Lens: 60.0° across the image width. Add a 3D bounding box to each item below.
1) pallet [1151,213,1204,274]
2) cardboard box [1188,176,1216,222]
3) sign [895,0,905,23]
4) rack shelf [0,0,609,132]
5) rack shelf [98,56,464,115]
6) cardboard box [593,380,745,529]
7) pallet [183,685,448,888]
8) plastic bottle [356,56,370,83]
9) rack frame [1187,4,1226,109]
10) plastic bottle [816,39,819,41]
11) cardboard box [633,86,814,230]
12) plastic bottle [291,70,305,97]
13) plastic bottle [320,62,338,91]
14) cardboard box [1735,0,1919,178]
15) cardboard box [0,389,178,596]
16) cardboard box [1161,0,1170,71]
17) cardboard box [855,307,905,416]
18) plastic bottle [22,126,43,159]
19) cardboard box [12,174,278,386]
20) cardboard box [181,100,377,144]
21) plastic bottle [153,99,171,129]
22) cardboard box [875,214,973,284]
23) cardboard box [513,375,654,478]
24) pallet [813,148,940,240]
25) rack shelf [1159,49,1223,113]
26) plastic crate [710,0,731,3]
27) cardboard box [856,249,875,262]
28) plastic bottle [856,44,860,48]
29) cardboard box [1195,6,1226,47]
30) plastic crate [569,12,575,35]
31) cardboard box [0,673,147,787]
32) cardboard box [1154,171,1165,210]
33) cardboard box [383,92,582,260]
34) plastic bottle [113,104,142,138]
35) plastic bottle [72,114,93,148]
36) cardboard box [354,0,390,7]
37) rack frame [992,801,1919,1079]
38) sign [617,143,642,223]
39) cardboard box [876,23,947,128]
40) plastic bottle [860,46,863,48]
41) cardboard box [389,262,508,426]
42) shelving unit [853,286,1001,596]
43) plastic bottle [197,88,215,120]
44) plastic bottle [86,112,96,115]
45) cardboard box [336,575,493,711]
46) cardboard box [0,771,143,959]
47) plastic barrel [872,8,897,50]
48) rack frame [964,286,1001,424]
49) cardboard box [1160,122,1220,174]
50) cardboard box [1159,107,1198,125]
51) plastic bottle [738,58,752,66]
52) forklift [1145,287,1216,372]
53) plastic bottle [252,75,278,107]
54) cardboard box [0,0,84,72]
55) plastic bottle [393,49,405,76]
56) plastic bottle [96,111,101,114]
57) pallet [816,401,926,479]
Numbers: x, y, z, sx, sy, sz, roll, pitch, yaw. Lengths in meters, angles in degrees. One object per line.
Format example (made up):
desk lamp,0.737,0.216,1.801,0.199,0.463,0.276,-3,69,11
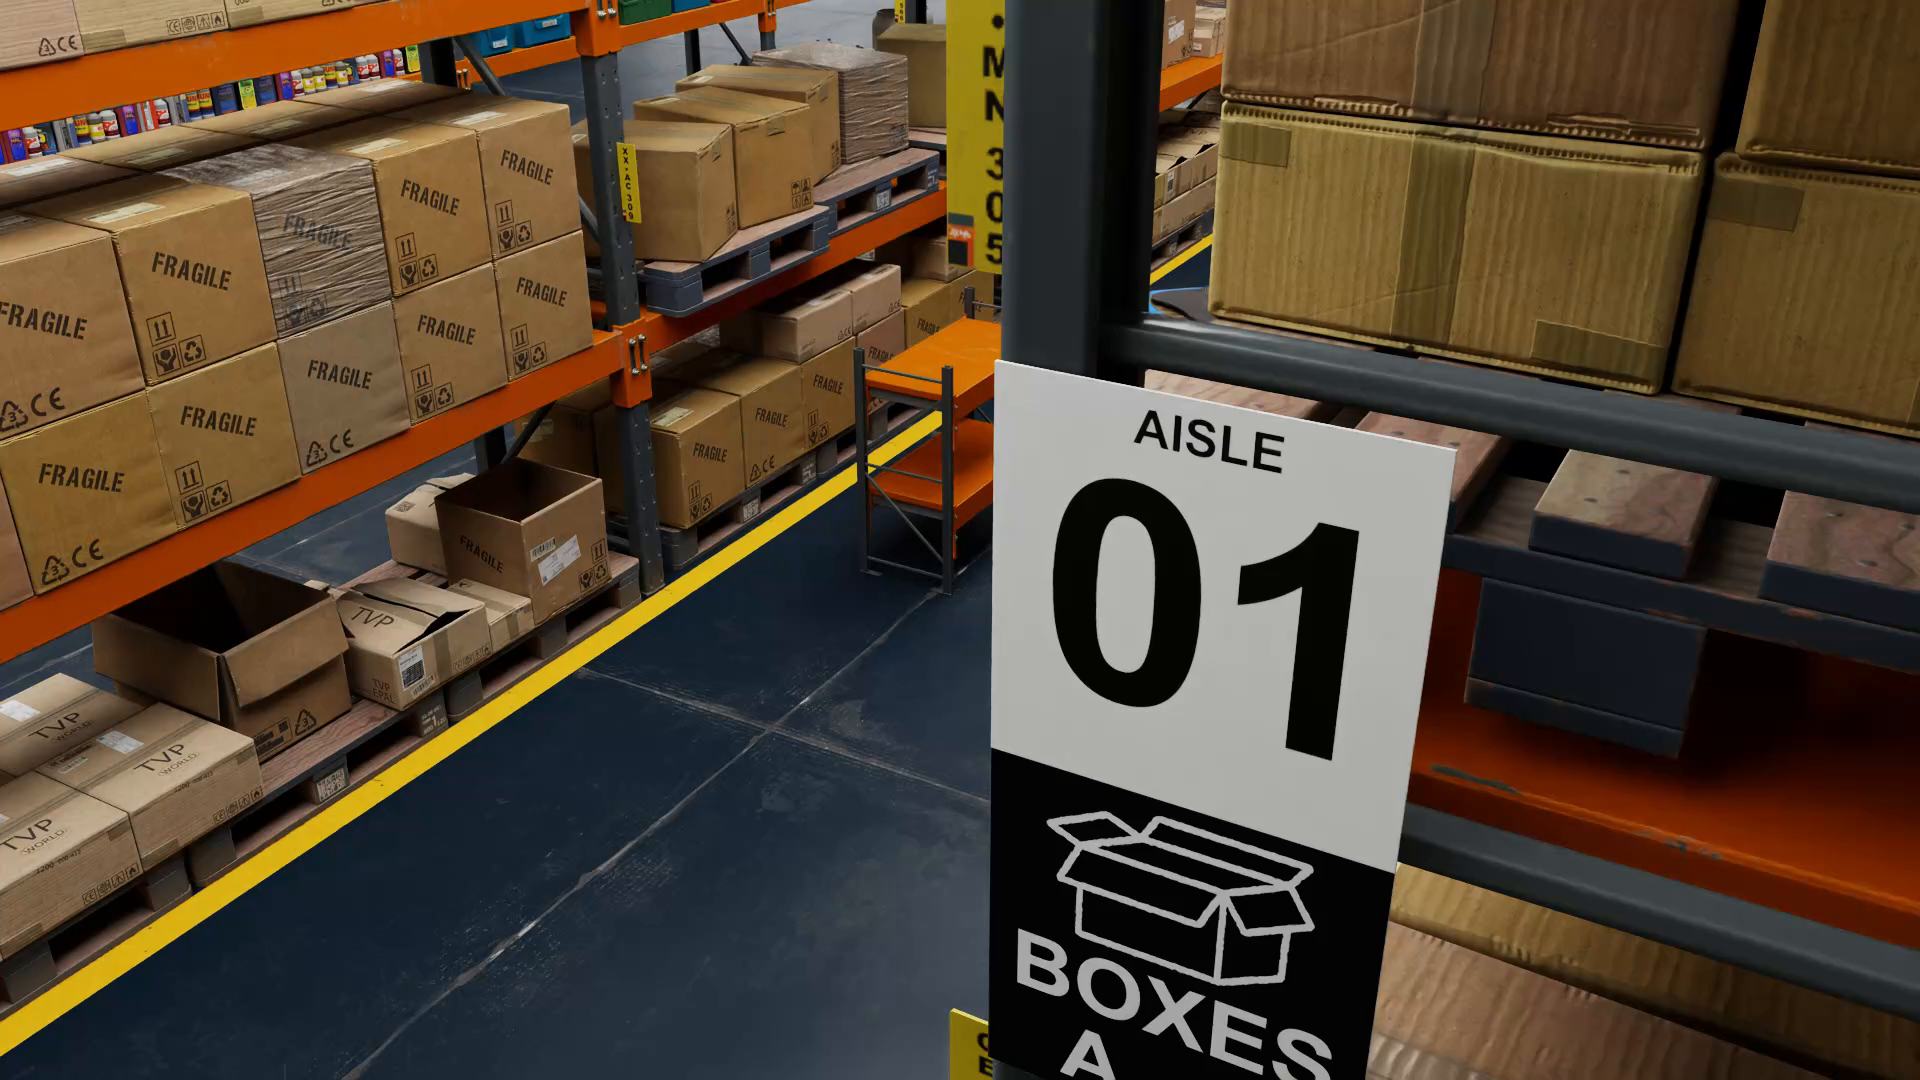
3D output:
pallet,1.159,-2.304,12.617,1.003,0.211,1.213,14,30,26
cardboard box,1.634,-2.661,12.817,0.500,0.250,0.500,15,30,27
sign,-0.365,-3.404,10.405,0.100,0.325,0.005,14,30,26
rack shelf,-2.832,-1.446,5.241,1.077,0.370,4.000,14,30,26
rack shelf,-5.175,-2.756,11.209,1.077,0.370,4.000,14,30,26
cardboard box,-1.398,-0.420,8.039,0.500,0.500,0.500,13,29,24
pallet,-2.786,0.786,6.445,1.003,0.211,1.213,14,30,26
plastic bottle,-4.253,-3.348,11.809,0.097,0.201,0.097,0,27,0
rack frame,2.087,-4.324,13.537,1.000,3.000,0.127,14,30,26
plastic bottle,-1.546,-5.235,17.900,0.061,0.283,0.133,15,30,27
cardboard box,-1.138,-1.856,8.026,0.700,0.500,0.500,20,33,34
plastic bottle,-4.540,-3.120,11.355,0.097,0.201,0.097,0,27,0
plastic bottle,-4.397,-3.266,11.566,0.097,0.271,0.097,0,27,0
cardboard box,1.068,-0.631,1.558,0.500,0.500,0.500,13,29,24
cardboard box,-2.870,-0.204,5.195,0.500,0.500,0.500,14,30,26
cardboard box,1.190,-3.672,12.124,0.500,0.500,0.500,14,30,26
cardboard box,-0.644,-1.020,9.238,0.500,0.500,0.500,13,29,24
plastic bottle,-5.501,-2.360,9.835,0.097,0.201,0.097,0,27,0
cardboard box,-2.618,-0.851,5.371,0.500,0.500,0.500,14,30,26
cardboard box,-2.579,-1.375,6.417,0.500,0.500,0.500,13,29,25
plastic bottle,-5.063,-2.706,10.527,0.097,0.201,0.097,0,27,0
cardboard box,-0.160,-1.740,9.839,0.500,0.250,0.500,15,30,28
cardboard box,-1.855,-0.541,8.280,0.500,0.500,0.500,14,30,26
pallet,-0.833,-1.920,8.950,1.003,0.211,1.213,14,30,26
rack shelf,1.103,-3.223,12.141,1.077,0.370,4.000,14,30,26
plastic crate,-2.195,-5.189,15.193,0.402,0.464,0.583,14,30,26
cardboard box,-0.606,-1.524,10.245,0.500,0.500,0.500,13,29,24
plastic bottle,-1.072,-4.963,17.282,0.144,0.351,0.185,16,31,28
cardboard box,1.883,-4.055,13.168,0.500,0.250,0.500,16,31,29
plastic crate,-3.130,-4.448,13.714,0.402,0.464,0.583,14,30,26
cardboard box,-3.270,0.756,5.970,0.500,0.250,0.500,14,30,26
cardboard box,1.137,-2.518,11.906,0.500,0.311,0.500,13,30,25
cardboard box,-1.872,-1.444,6.555,0.500,0.500,0.500,14,30,26
plastic bottle,-5.170,-2.641,10.306,0.061,0.283,0.133,14,30,26
plastic bottle,-5.339,-2.519,10.075,0.097,0.271,0.097,0,27,0
cardboard box,-2.111,-2.040,5.791,0.500,0.250,0.500,14,30,26
rack frame,0.499,1.442,2.018,1.000,3.000,0.127,14,30,26
sign,-1.372,-1.477,6.882,0.100,0.325,0.005,14,30,26
cardboard box,-0.092,-2.727,9.767,0.700,0.500,0.500,5,27,9
plastic bottle,-1.018,-5.076,17.582,0.061,0.283,0.133,14,30,26
cardboard box,-2.123,-0.798,6.382,0.500,0.500,0.500,15,30,28
shelving unit,-0.003,-0.500,7.993,0.538,1.125,1.048,14,30,26
plastic bottle,-4.901,-2.866,10.768,0.097,0.271,0.097,0,27,0
plastic bottle,-5.635,-2.837,10.710,0.097,0.271,0.097,0,27,0
cardboard box,-2.251,0.376,6.660,0.500,0.311,0.500,14,30,26
cardboard box,-3.056,1.041,5.399,0.500,0.250,0.500,14,30,26
plastic barrel,-0.760,-5.582,18.360,0.421,0.512,0.421,0,27,0
rack frame,0.247,-0.698,8.389,0.500,1.125,0.032,14,30,26
cardboard box,1.887,-3.108,13.084,0.500,0.311,0.500,15,30,28
cardboard box,1.667,-3.427,13.721,0.500,0.311,0.500,14,30,26
plastic bottle,-2.158,-4.743,16.841,0.144,0.351,0.185,13,30,25
forklift,2.408,-1.533,8.037,3.031,2.935,1.130,-6,27,-11
plastic bottle,-4.696,-3.085,11.118,0.144,0.351,0.185,14,30,26
cardboard box,-2.840,-1.453,4.618,0.500,0.250,0.500,14,30,26
plastic bottle,-4.092,-3.476,12.065,0.097,0.201,0.097,0,27,0
plastic bottle,-5.639,-2.949,10.930,0.152,0.276,0.135,14,30,26
pallet,-0.882,-0.762,9.536,1.003,0.211,1.213,14,30,26
